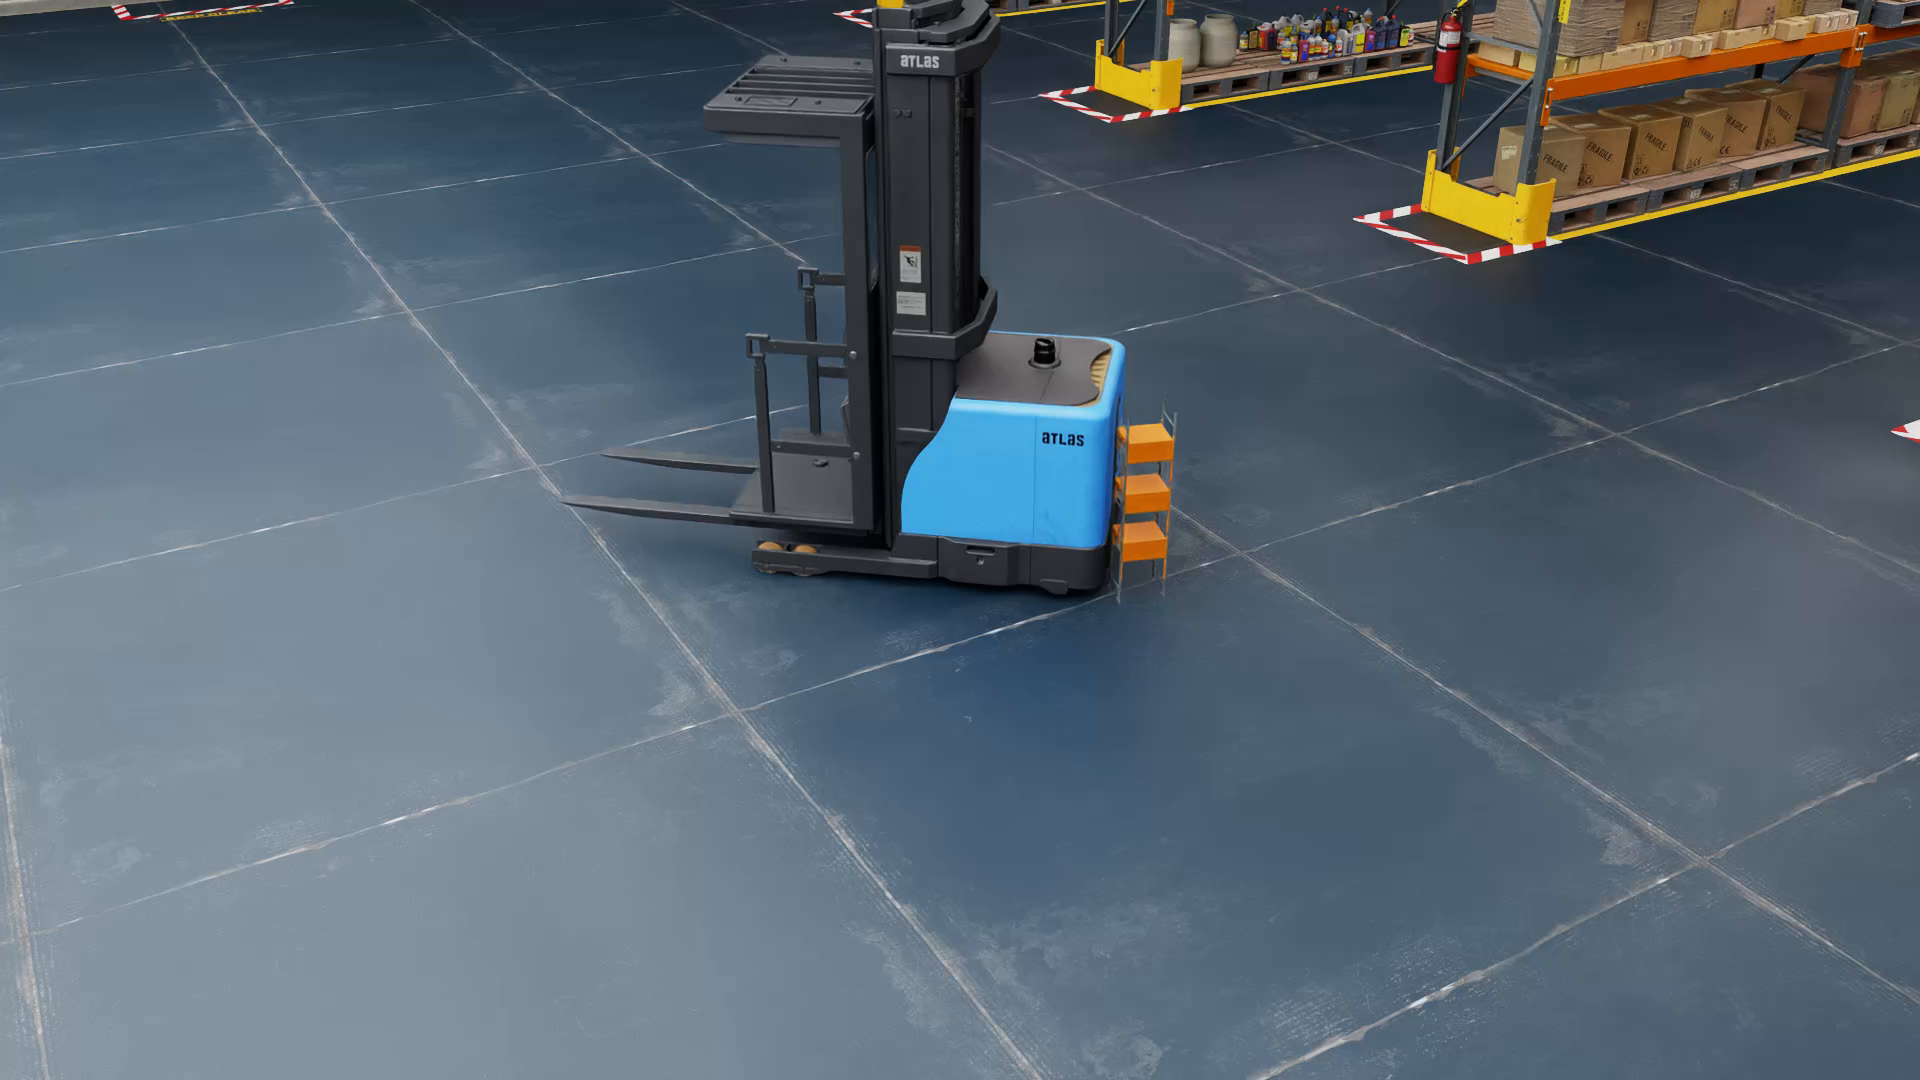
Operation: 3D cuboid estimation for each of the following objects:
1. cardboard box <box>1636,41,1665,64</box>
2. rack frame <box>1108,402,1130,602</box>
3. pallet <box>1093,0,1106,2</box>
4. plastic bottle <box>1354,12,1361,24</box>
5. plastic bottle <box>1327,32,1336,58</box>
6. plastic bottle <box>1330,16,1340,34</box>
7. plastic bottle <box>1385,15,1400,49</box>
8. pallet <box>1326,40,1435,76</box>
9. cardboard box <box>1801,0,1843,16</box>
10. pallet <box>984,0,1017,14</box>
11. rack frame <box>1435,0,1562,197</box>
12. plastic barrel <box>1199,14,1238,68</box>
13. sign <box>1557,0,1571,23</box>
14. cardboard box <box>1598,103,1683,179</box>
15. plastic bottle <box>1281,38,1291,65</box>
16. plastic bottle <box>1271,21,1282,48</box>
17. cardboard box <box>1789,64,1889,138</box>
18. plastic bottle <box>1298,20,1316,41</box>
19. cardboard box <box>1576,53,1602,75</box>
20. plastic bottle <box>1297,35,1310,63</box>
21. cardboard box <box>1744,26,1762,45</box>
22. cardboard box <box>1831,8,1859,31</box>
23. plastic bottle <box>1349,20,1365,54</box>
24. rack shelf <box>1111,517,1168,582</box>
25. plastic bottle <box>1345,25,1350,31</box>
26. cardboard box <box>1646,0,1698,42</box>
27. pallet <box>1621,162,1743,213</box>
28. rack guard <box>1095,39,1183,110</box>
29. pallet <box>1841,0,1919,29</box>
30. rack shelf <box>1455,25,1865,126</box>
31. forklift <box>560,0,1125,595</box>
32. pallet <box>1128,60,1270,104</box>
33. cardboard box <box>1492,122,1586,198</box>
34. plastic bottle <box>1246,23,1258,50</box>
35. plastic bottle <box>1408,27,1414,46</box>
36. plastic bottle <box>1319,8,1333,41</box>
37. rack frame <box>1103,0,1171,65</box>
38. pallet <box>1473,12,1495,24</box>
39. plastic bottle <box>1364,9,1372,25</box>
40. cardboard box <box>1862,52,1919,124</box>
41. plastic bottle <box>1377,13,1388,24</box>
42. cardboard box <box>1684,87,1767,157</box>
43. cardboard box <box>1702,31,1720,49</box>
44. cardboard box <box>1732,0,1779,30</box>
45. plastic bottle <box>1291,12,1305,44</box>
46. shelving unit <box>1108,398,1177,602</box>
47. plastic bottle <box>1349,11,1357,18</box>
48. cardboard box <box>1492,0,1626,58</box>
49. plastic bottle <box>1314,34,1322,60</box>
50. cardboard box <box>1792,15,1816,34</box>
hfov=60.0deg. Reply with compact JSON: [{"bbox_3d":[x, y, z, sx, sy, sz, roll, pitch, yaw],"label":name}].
[{"bbox_3d":[5.603,-4.078,13.795,0.250,0.149,0.380,-16,33,-26],"label":"cardboard box"},{"bbox_3d":[0.809,-0.185,8.499,0.008,1.050,0.200,-6,29,-10],"label":"rack frame"},{"bbox_3d":[2.091,-7.690,22.967,1.213,0.211,1.003,-16,33,-26],"label":"pallet"},{"bbox_3d":[4.596,-5.997,19.369,0.133,0.283,0.061,-16,33,-26],"label":"plastic bottle"},{"bbox_3d":[4.132,-5.515,18.507,0.097,0.271,0.097,0,29,0],"label":"plastic bottle"},{"bbox_3d":[4.334,-5.912,19.226,0.097,0.271,0.097,0,29,0],"label":"plastic bottle"},{"bbox_3d":[4.894,-5.779,18.904,0.185,0.351,0.144,-17,33,-28],"label":"plastic bottle"},{"bbox_3d":[4.703,-5.656,19.281,1.213,0.211,1.003,-16,33,-26],"label":"pallet"},{"bbox_3d":[7.394,-5.050,14.885,0.500,0.500,0.875,-16,33,-26],"label":"cardboard box"},{"bbox_3d":[-0.013,-7.093,21.884,1.213,0.211,1.003,-16,33,-26],"label":"pallet"},{"bbox_3d":[4.364,-3.982,13.360,0.127,3.000,1.000,-16,33,-26],"label":"rack frame"},{"bbox_3d":[2.816,-5.455,18.171,0.421,0.512,0.421,0,29,0],"label":"plastic barrel"},{"bbox_3d":[4.639,-4.135,12.742,0.005,0.325,0.100,-16,33,-26],"label":"sign"},{"bbox_3d":[5.958,-3.523,14.681,0.500,0.500,0.500,-13,31,-22],"label":"cardboard box"},{"bbox_3d":[3.576,-5.357,18.221,0.097,0.271,0.097,0,29,0],"label":"plastic bottle"},{"bbox_3d":[3.567,-5.761,18.949,0.135,0.276,0.152,-17,33,-28],"label":"plastic bottle"},{"bbox_3d":[8.353,-4.200,15.888,0.500,0.500,0.700,-19,34,-30],"label":"cardboard box"},{"bbox_3d":[3.965,-5.794,19.007,0.135,0.276,0.152,-16,33,-26],"label":"plastic bottle"},{"bbox_3d":[4.956,-3.895,13.464,0.250,0.149,0.380,-16,33,-26],"label":"cardboard box"},{"bbox_3d":[3.780,-5.410,18.305,0.133,0.283,0.061,-15,32,-26],"label":"plastic bottle"},{"bbox_3d":[6.674,-4.390,14.361,0.250,0.149,0.380,-16,33,-26],"label":"cardboard box"},{"bbox_3d":[7.776,-4.676,14.878,0.250,0.149,0.380,-16,33,-26],"label":"cardboard box"},{"bbox_3d":[4.450,-5.653,18.675,0.185,0.351,0.144,-16,33,-27],"label":"plastic bottle"},{"bbox_3d":[0.928,0.055,8.660,0.240,0.259,0.215,-6,29,-10],"label":"rack shelf"},{"bbox_3d":[4.376,-5.660,18.758,0.133,0.283,0.061,-16,33,-26],"label":"plastic bottle"},{"bbox_3d":[5.676,-4.556,13.989,0.500,0.500,0.875,-16,33,-26],"label":"cardboard box"},{"bbox_3d":[6.199,-3.260,14.939,1.213,0.211,1.003,-16,33,-26],"label":"pallet"},{"bbox_3d":[1.897,-4.989,17.772,0.348,0.500,1.175,-16,33,-26],"label":"rack guard"},{"bbox_3d":[8.546,-5.003,15.410,1.213,0.211,1.003,-16,33,-26],"label":"pallet"},{"bbox_3d":[6.089,-4.156,14.421,4.000,0.370,1.077,-16,33,-26],"label":"rack shelf"},{"bbox_3d":[-0.661,-1.331,8.629,3.031,2.935,1.130,5,29,9],"label":"forklift"},{"bbox_3d":[2.600,-5.059,18.198,1.213,0.211,1.003,-16,33,-26],"label":"pallet"},{"bbox_3d":[4.911,-3.217,14.127,0.500,0.500,0.500,-10,30,-17],"label":"cardboard box"},{"bbox_3d":[3.308,-5.717,18.860,0.133,0.283,0.061,-15,32,-25],"label":"plastic bottle"},{"bbox_3d":[5.149,-5.773,19.047,0.097,0.201,0.097,0,29,0],"label":"plastic bottle"},{"bbox_3d":[4.235,-5.986,19.278,0.185,0.351,0.144,-17,33,-28],"label":"plastic bottle"},{"bbox_3d":[1.855,-6.045,17.099,0.127,3.000,1.000,-16,33,-26],"label":"rack frame"},{"bbox_3d":[7.014,-6.312,20.469,1.213,0.211,1.003,-16,33,-26],"label":"pallet"},{"bbox_3d":[4.807,-6.127,19.616,0.097,0.271,0.097,0,29,0],"label":"plastic bottle"},{"bbox_3d":[9.256,-4.446,16.334,0.500,0.500,0.700,-19,34,-30],"label":"cardboard box"},{"bbox_3d":[4.821,-5.839,19.013,0.185,0.351,0.144,-16,33,-26],"label":"plastic bottle"},{"bbox_3d":[6.958,-3.826,15.230,0.500,0.500,0.500,-6,29,-11],"label":"cardboard box"},{"bbox_3d":[6.221,-4.285,14.171,0.250,0.149,0.380,-16,33,-26],"label":"cardboard box"},{"bbox_3d":[6.565,-4.778,14.392,0.500,0.500,0.875,-16,33,-26],"label":"cardboard box"},{"bbox_3d":[3.868,-5.882,19.090,0.185,0.351,0.144,-16,33,-27],"label":"plastic bottle"},{"bbox_3d":[0.928,-0.197,8.521,0.252,1.050,0.215,-6,29,-10],"label":"shelving unit"},{"bbox_3d":[4.542,-6.038,19.450,0.135,0.276,0.152,-15,32,-25],"label":"plastic bottle"},{"bbox_3d":[4.852,-4.279,13.487,0.500,0.500,0.875,-16,33,-26],"label":"cardboard box"},{"bbox_3d":[3.958,-5.465,18.417,0.097,0.271,0.097,0,29,0],"label":"plastic bottle"},{"bbox_3d":[7.310,-4.582,14.709,0.250,0.149,0.380,-16,33,-26],"label":"cardboard box"}]
